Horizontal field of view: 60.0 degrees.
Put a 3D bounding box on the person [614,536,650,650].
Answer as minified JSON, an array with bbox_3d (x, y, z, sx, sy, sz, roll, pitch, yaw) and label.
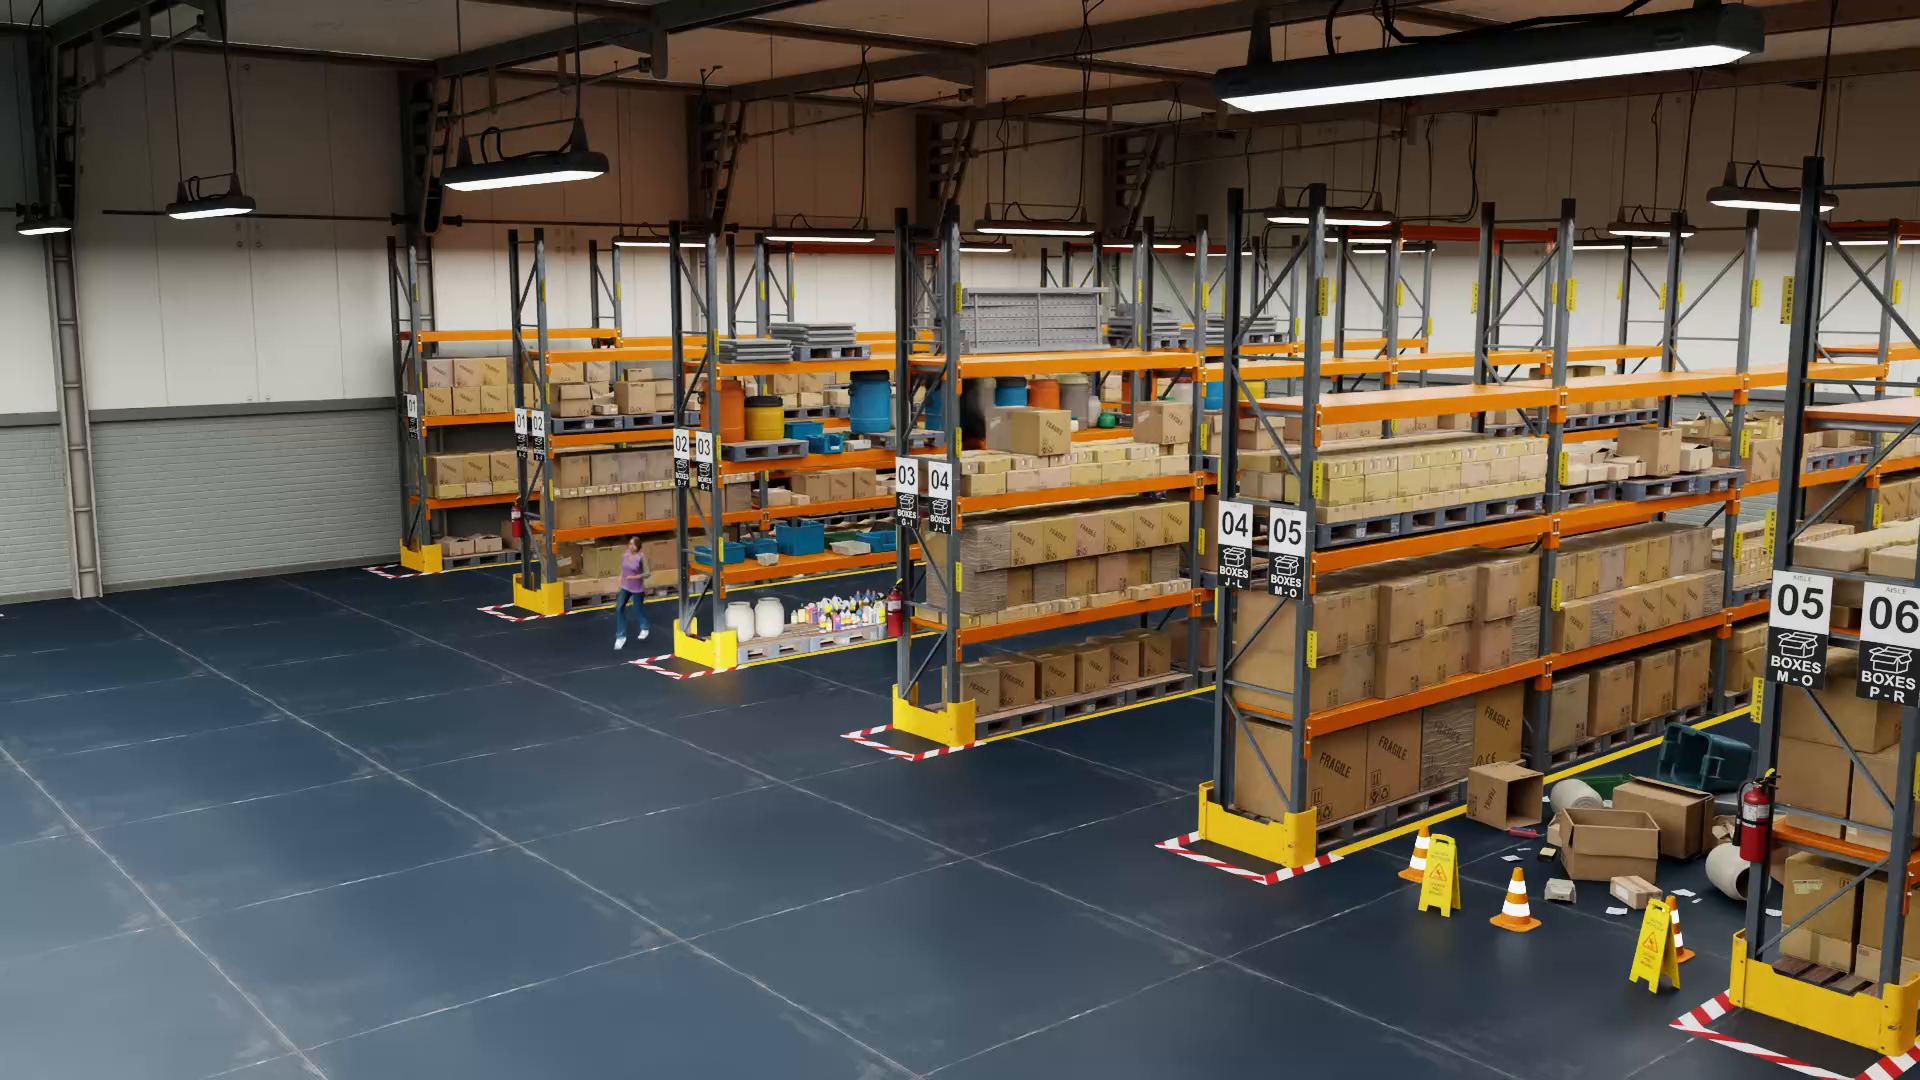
[{"bbox_3d":[-4.664,0.737,23.891,0.551,1.626,0.744,3,9,16],"label":"person"}]
